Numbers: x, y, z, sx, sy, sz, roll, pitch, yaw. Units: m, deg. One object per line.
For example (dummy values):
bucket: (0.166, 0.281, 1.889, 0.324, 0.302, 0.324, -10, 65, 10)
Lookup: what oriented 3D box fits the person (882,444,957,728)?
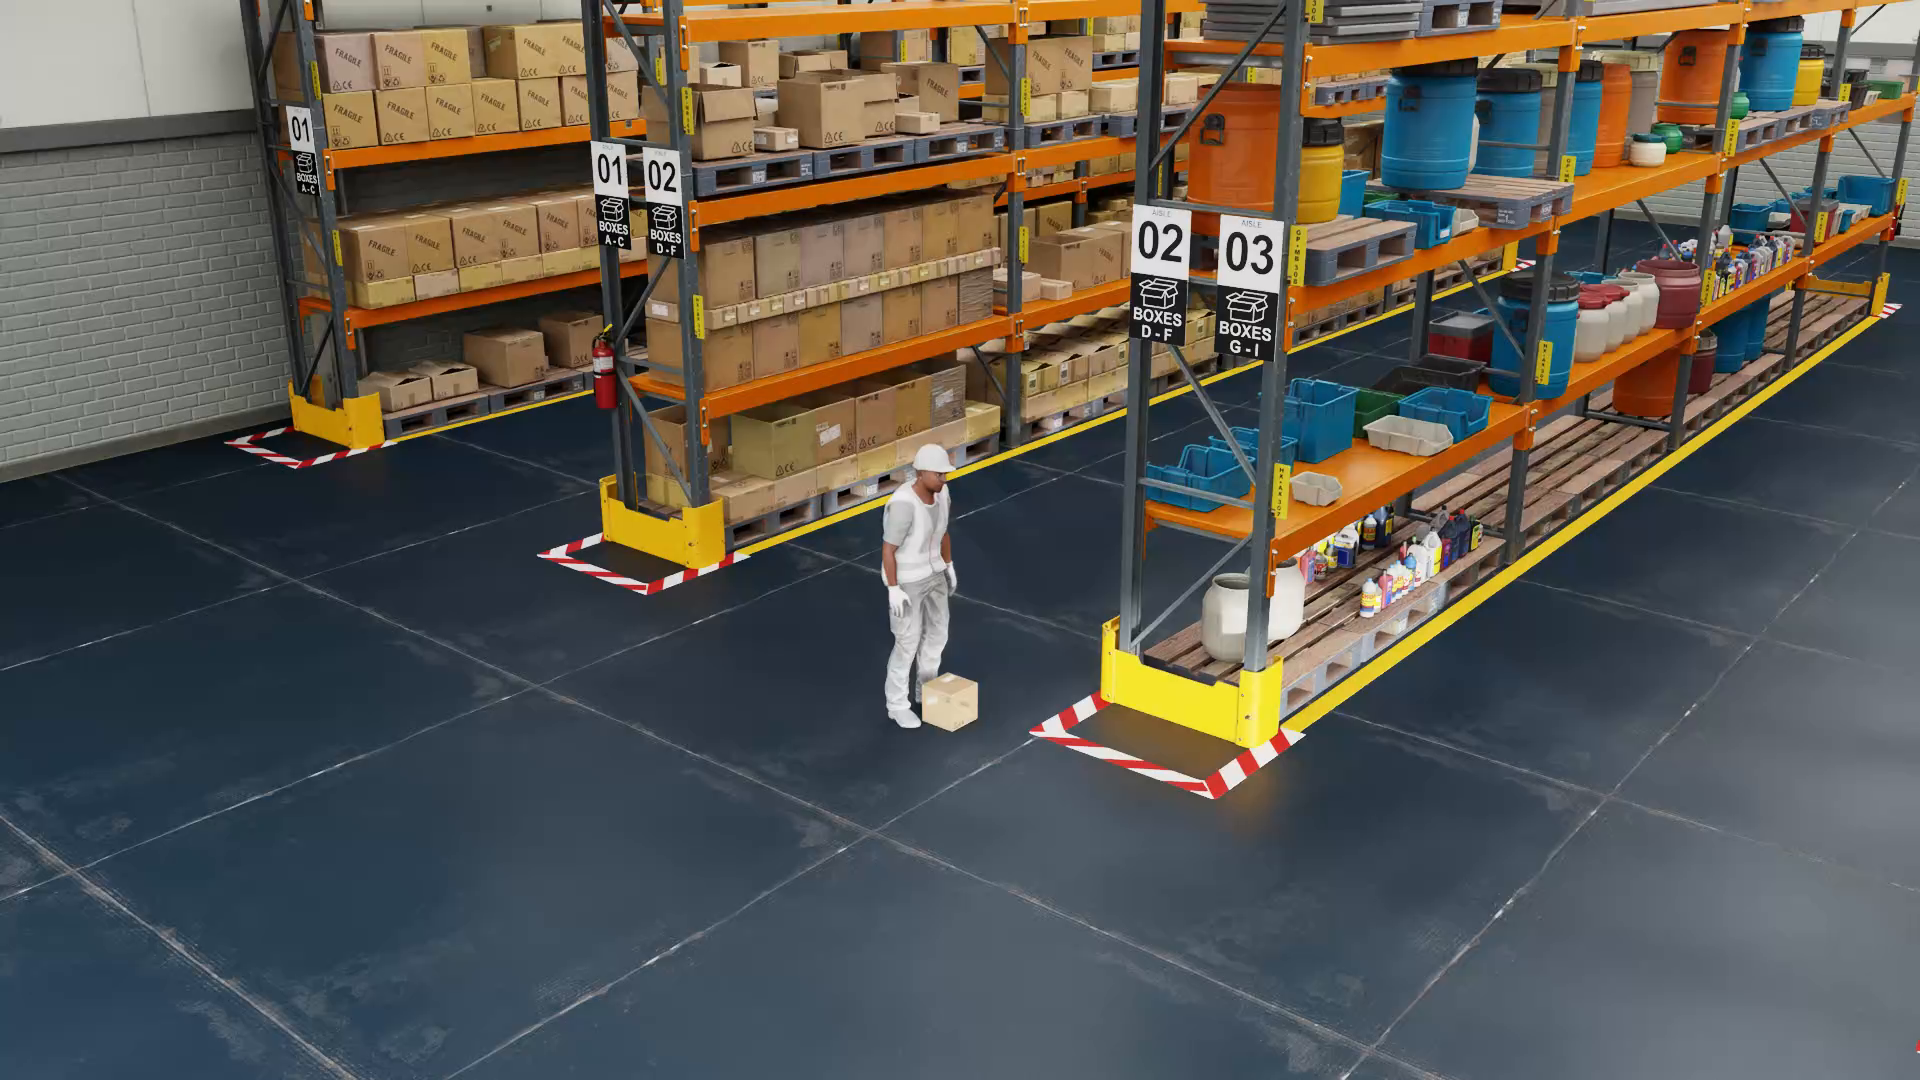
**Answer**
person: (-0.240, 0.255, 10.361, 0.450, 1.773, 0.622, 15, 25, 35)
